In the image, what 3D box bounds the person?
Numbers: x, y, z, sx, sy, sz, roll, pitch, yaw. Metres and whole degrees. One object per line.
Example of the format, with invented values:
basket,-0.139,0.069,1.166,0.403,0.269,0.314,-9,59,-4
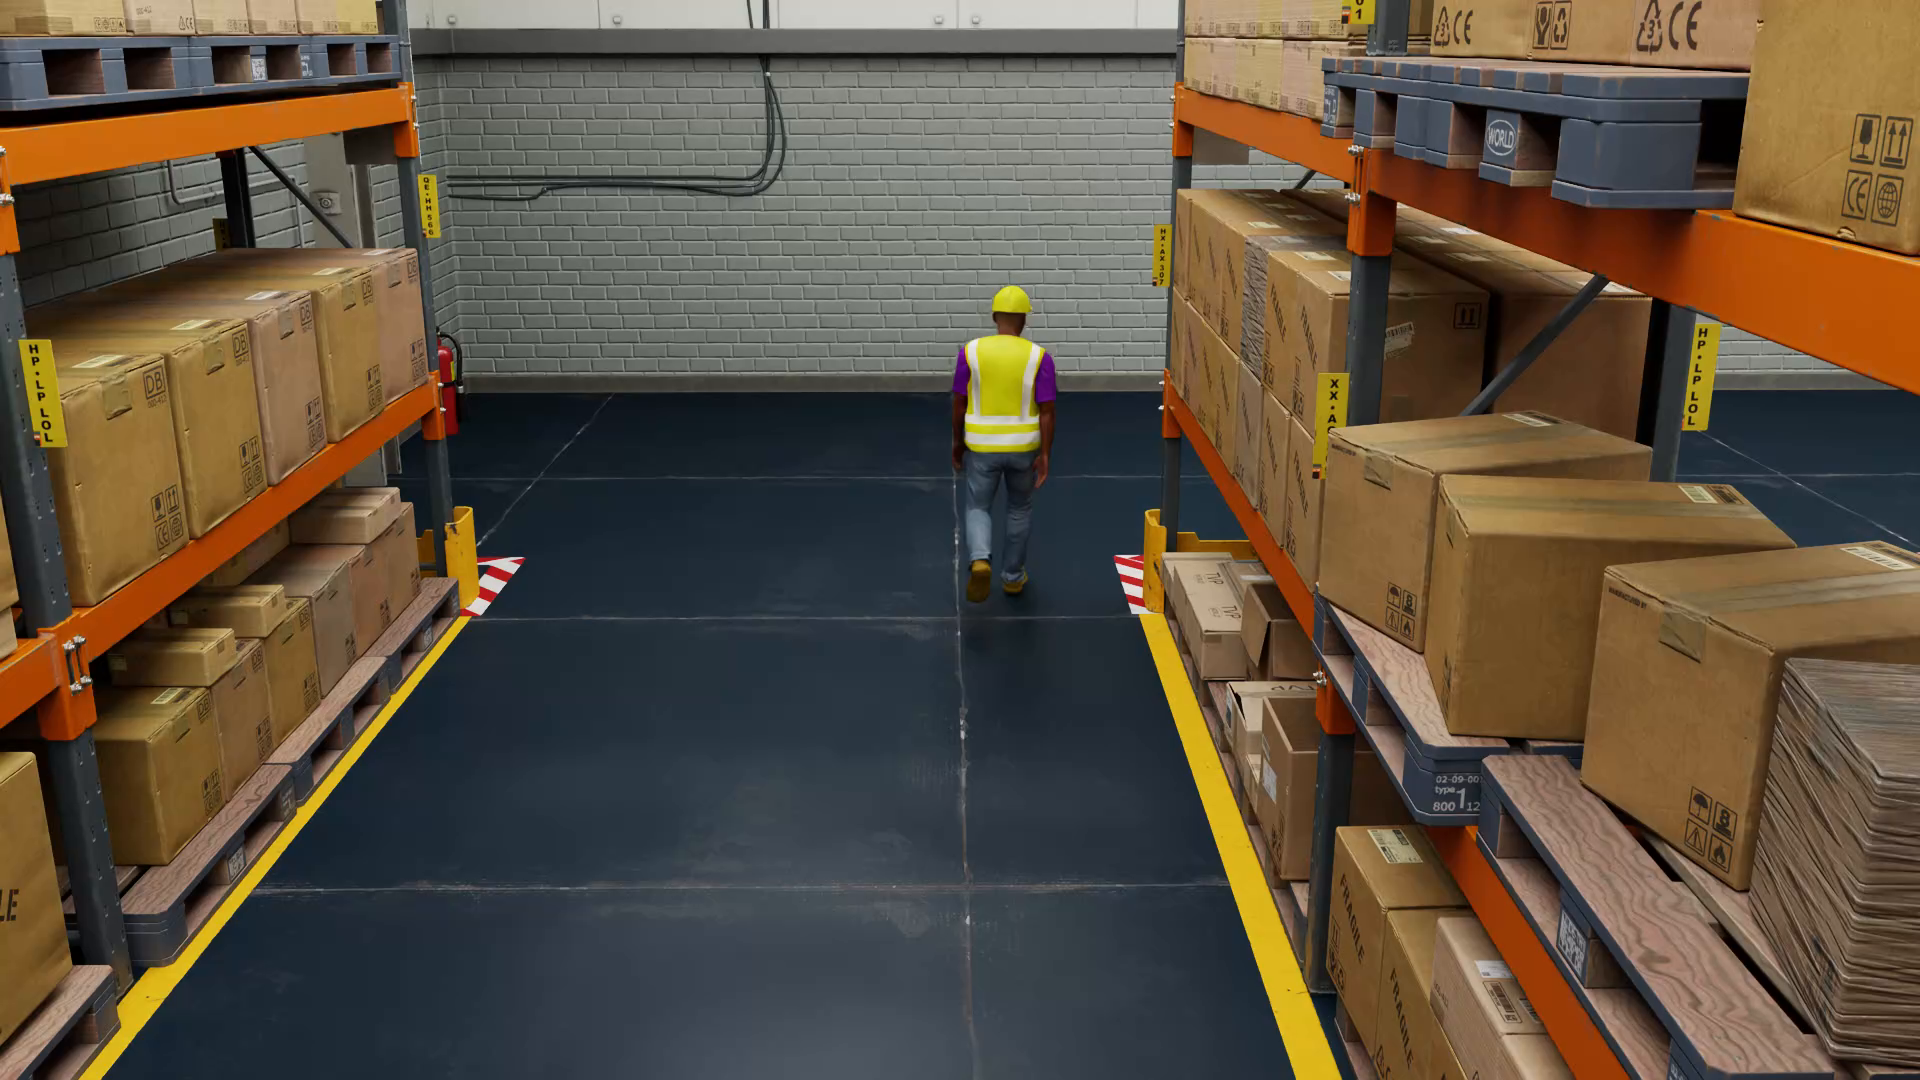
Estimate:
person,0.233,-0.502,9.088,0.579,1.745,0.793,1,17,4
